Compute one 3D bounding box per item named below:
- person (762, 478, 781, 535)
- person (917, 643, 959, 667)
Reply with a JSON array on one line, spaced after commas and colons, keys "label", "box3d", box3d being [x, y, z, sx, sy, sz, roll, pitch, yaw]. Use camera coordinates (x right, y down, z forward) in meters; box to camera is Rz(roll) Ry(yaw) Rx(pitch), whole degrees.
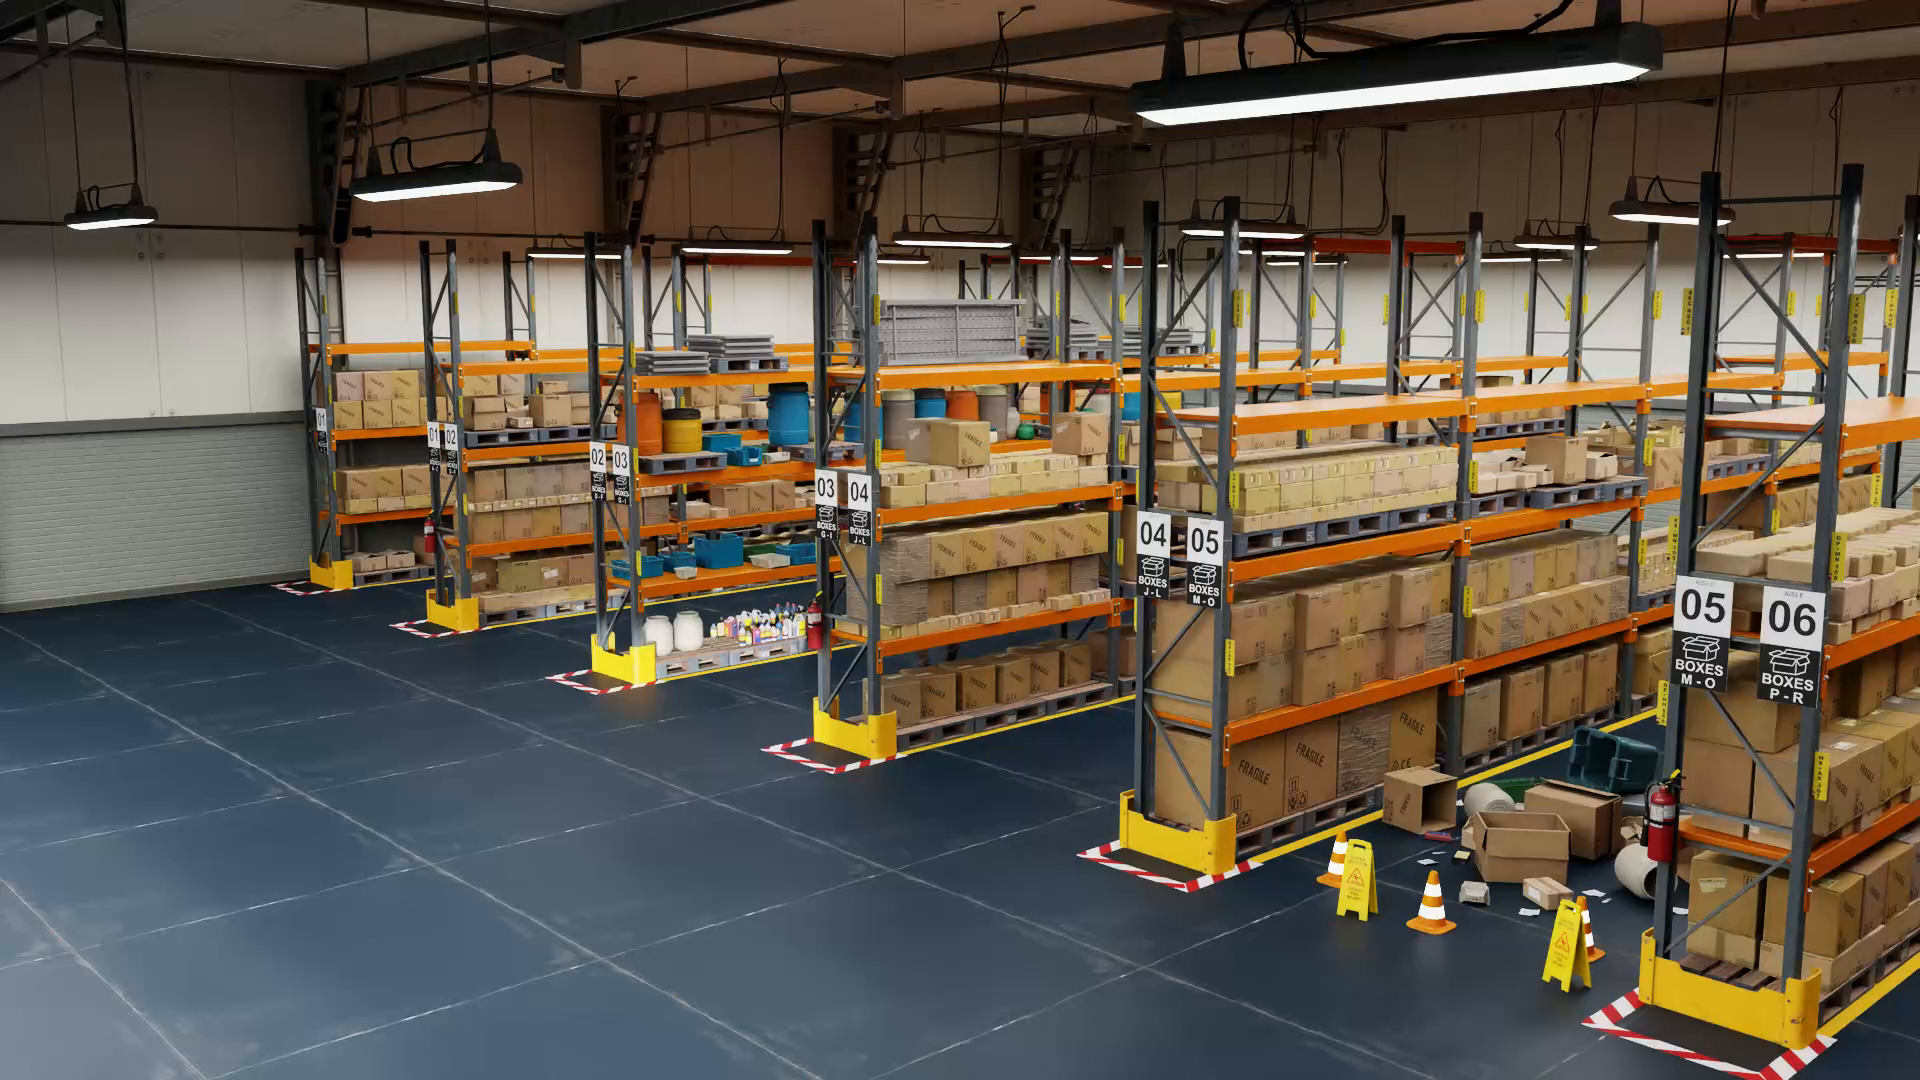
[{"label": "person", "box3d": [-3.614, -0.380, 32.339, 0.556, 1.667, 0.604, 8, 11, 42]}, {"label": "person", "box3d": [-0.331, 1.004, 22.966, 0.679, 1.732, 0.960, 6, 10, 35]}]
